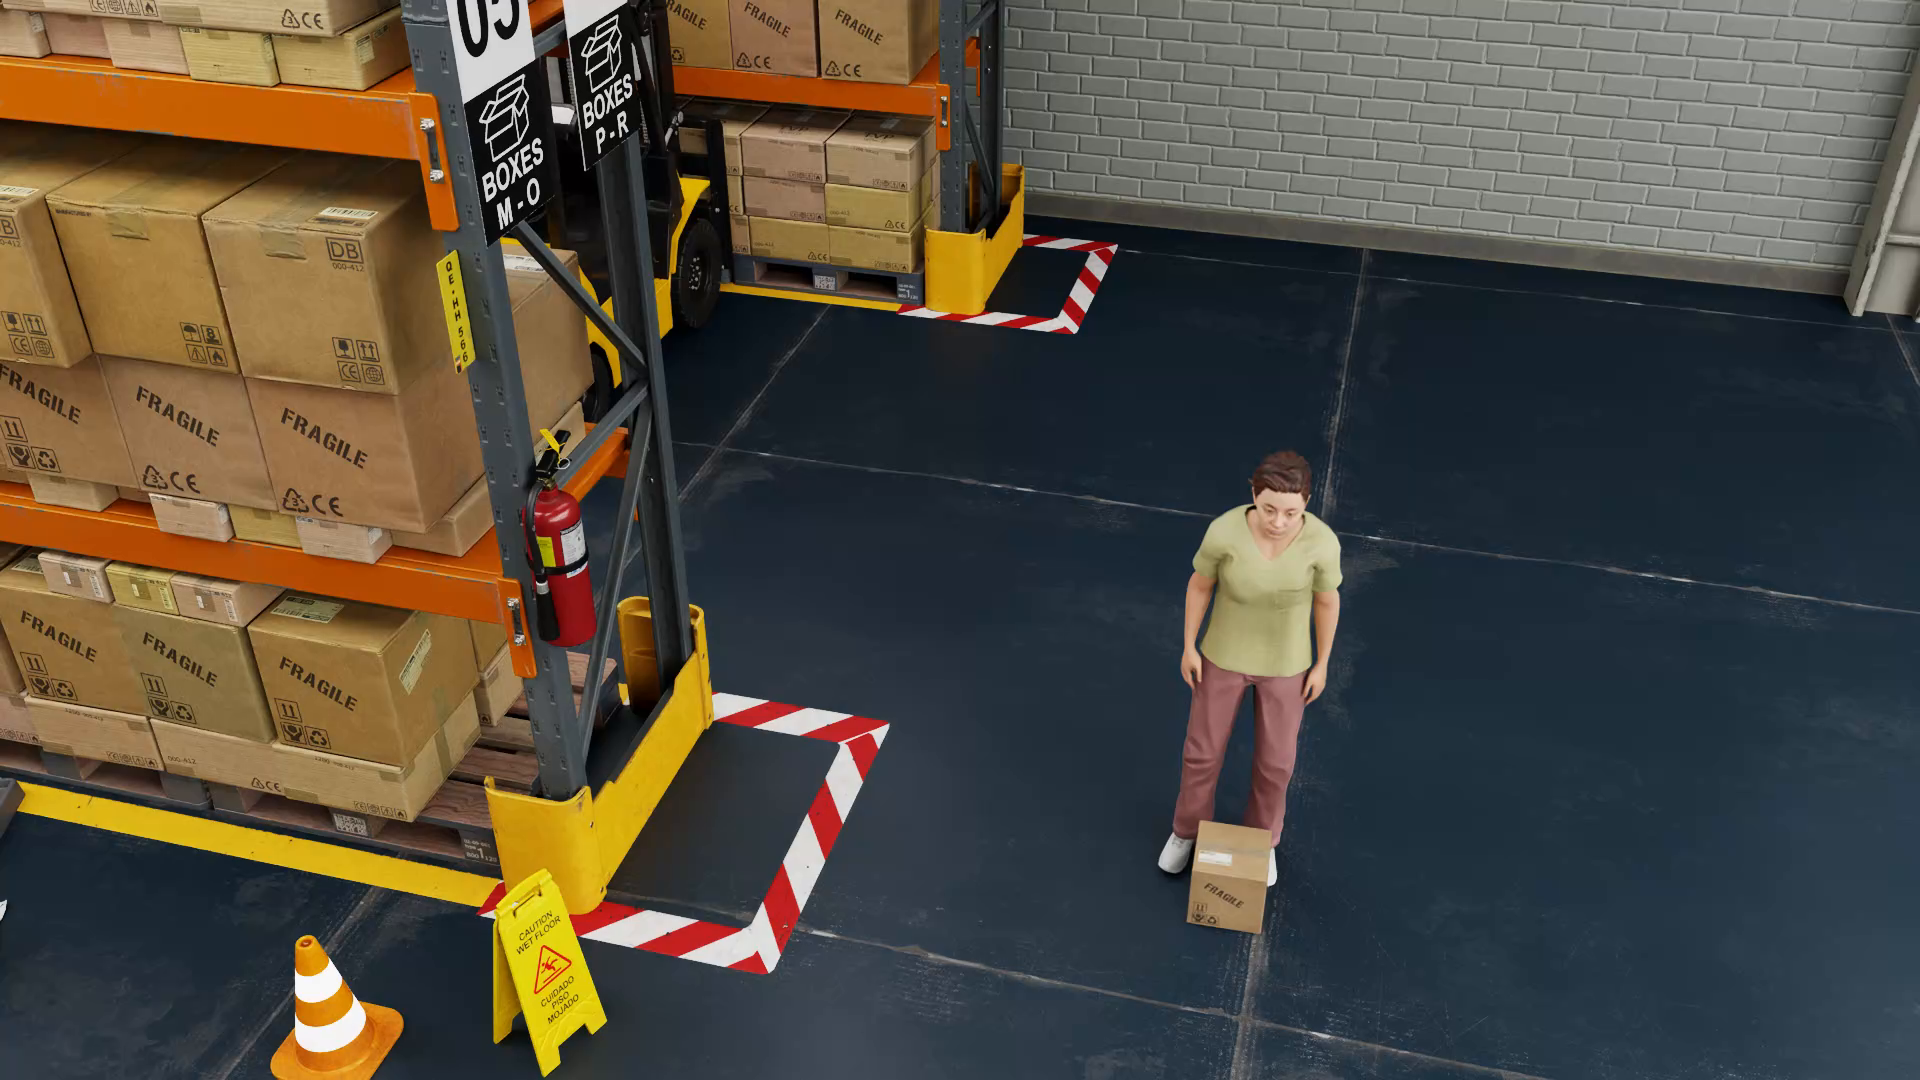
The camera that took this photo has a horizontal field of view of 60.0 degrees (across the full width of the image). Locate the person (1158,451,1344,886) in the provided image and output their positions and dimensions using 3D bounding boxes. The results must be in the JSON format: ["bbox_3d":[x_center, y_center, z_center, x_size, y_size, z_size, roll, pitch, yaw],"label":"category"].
[{"bbox_3d":[0.974,0.427,5.502,0.505,1.650,0.357,7,34,10],"label":"person"}]
